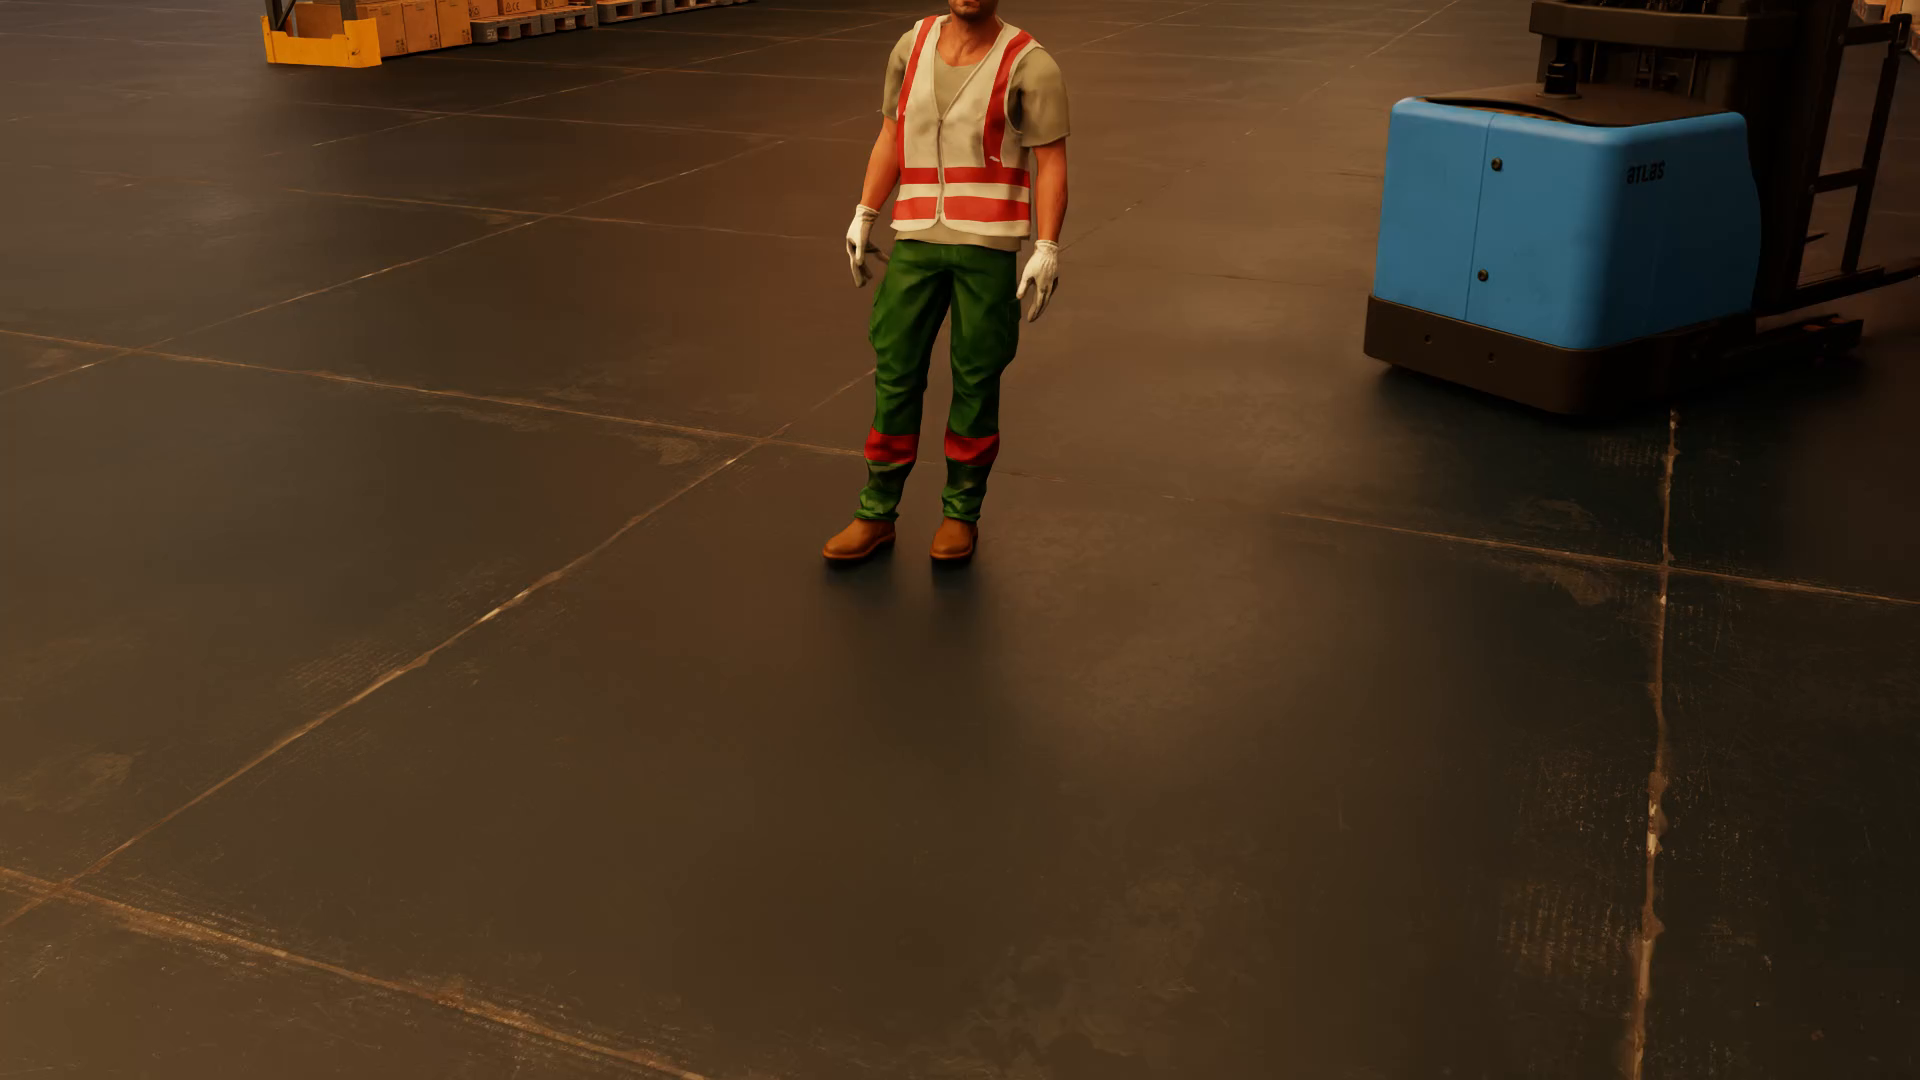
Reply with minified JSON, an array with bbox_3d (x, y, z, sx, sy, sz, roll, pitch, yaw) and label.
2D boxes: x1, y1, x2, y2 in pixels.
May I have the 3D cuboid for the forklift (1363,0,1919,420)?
[{"bbox_3d":[3.129,-2.218,6.599,3.031,2.935,1.130,-15,27,-32],"label":"forklift"}]

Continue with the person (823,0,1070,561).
[{"bbox_3d":[-0.042,-0.806,4.681,0.637,1.787,0.564,9,24,21],"label":"person"}]
